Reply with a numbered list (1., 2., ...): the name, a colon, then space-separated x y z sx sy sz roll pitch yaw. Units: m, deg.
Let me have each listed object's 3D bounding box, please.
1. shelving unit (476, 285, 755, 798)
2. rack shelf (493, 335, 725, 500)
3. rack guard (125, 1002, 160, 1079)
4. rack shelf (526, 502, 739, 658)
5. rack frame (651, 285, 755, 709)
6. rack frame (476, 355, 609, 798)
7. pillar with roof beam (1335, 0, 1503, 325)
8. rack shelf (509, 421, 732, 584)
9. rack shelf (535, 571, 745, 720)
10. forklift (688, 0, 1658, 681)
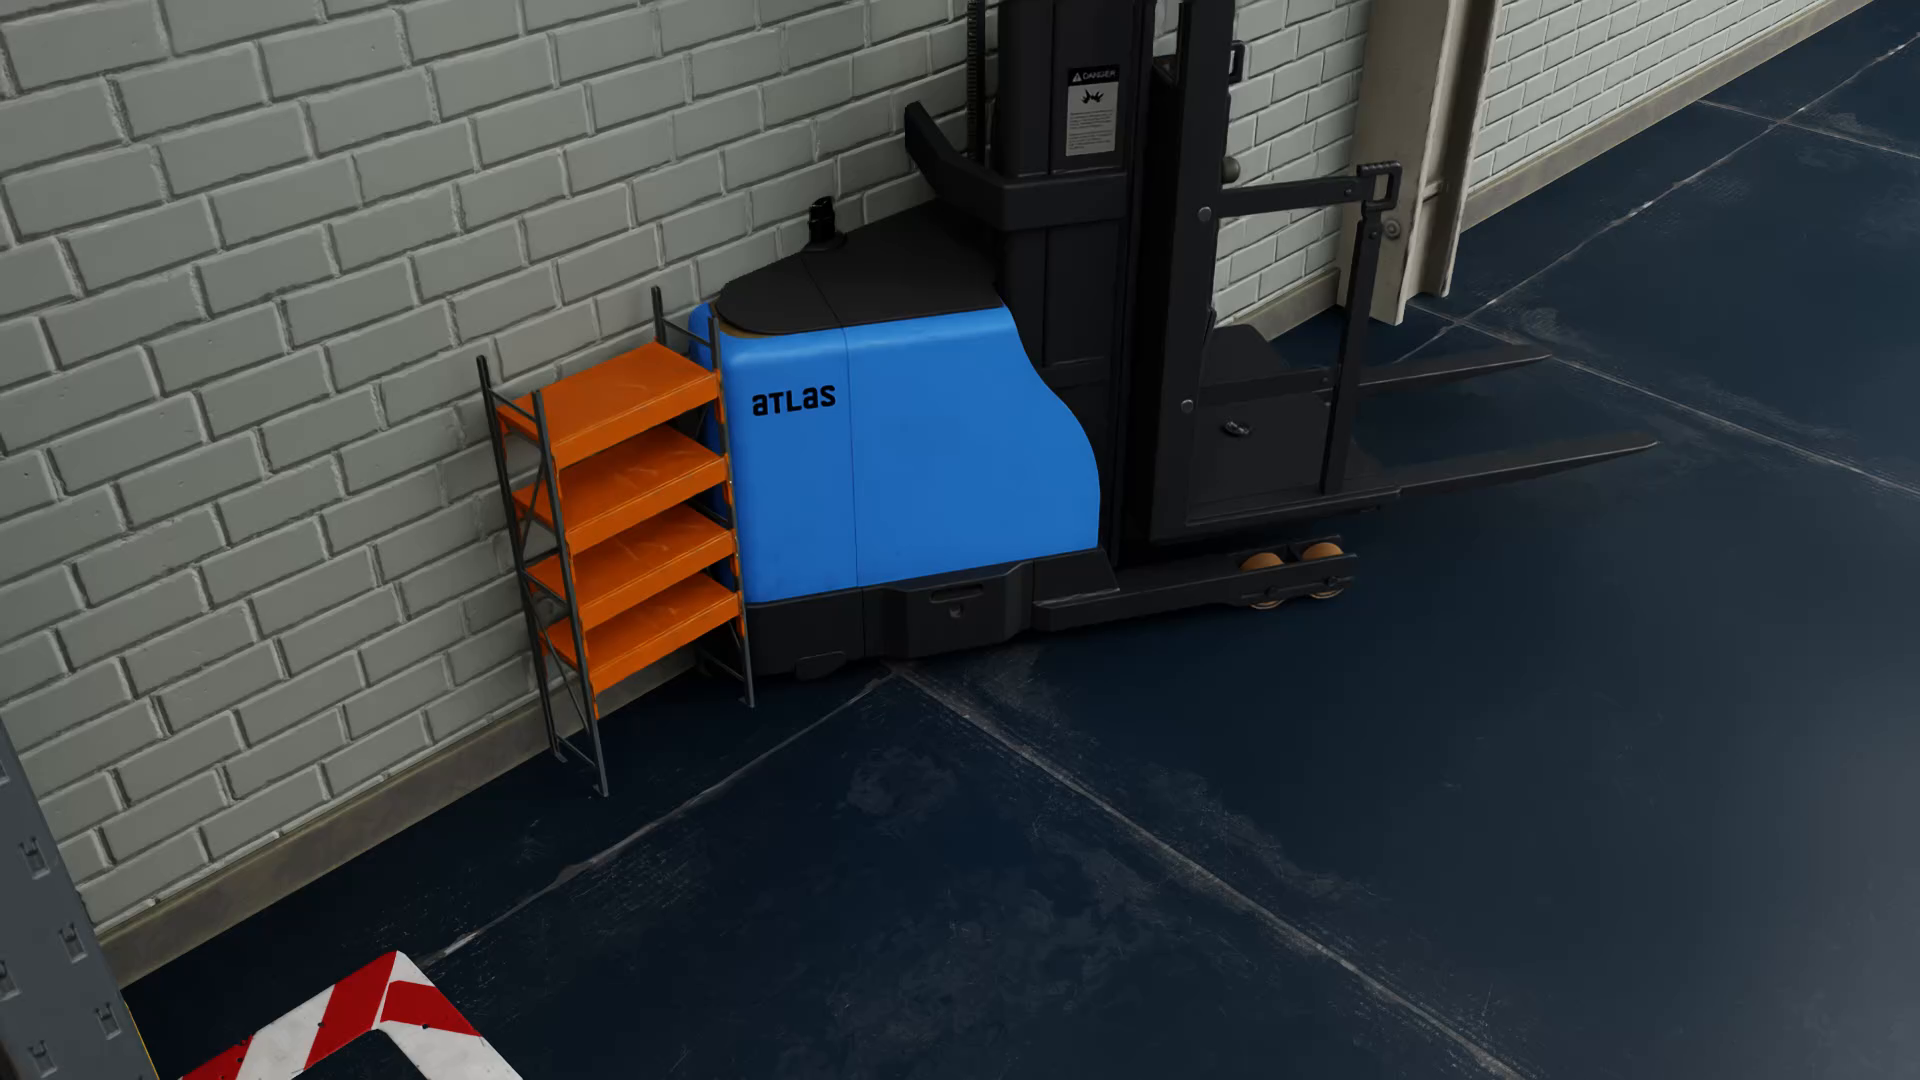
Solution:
1. shelving unit: -0.828 0.024 4.165 0.258 1.200 0.503 29 44 35
2. rack shelf: -0.829 -0.298 3.940 0.258 0.148 0.480 29 44 35
3. rack guard: -1.366 1.331 2.905 1.175 0.500 0.348 30 45 35
4. rack shelf: -0.828 0.079 4.204 0.258 0.148 0.480 29 44 35
5. rack frame: -0.658 -0.076 4.308 0.240 1.200 0.015 29 44 35
6. rack frame: -0.999 0.124 4.023 0.240 1.200 0.015 29 44 35
7. pillar with roof beam: 4.770 -2.927 1.580 9.100 9.000 0.400 30 45 35
8. rack shelf: -0.829 -0.104 4.076 0.258 0.148 0.480 29 44 35
9. rack shelf: -0.828 0.242 4.318 0.258 0.148 0.480 29 44 35
10. forklift: 0.684 -1.278 4.520 3.031 2.935 1.130 -9 36 -13
